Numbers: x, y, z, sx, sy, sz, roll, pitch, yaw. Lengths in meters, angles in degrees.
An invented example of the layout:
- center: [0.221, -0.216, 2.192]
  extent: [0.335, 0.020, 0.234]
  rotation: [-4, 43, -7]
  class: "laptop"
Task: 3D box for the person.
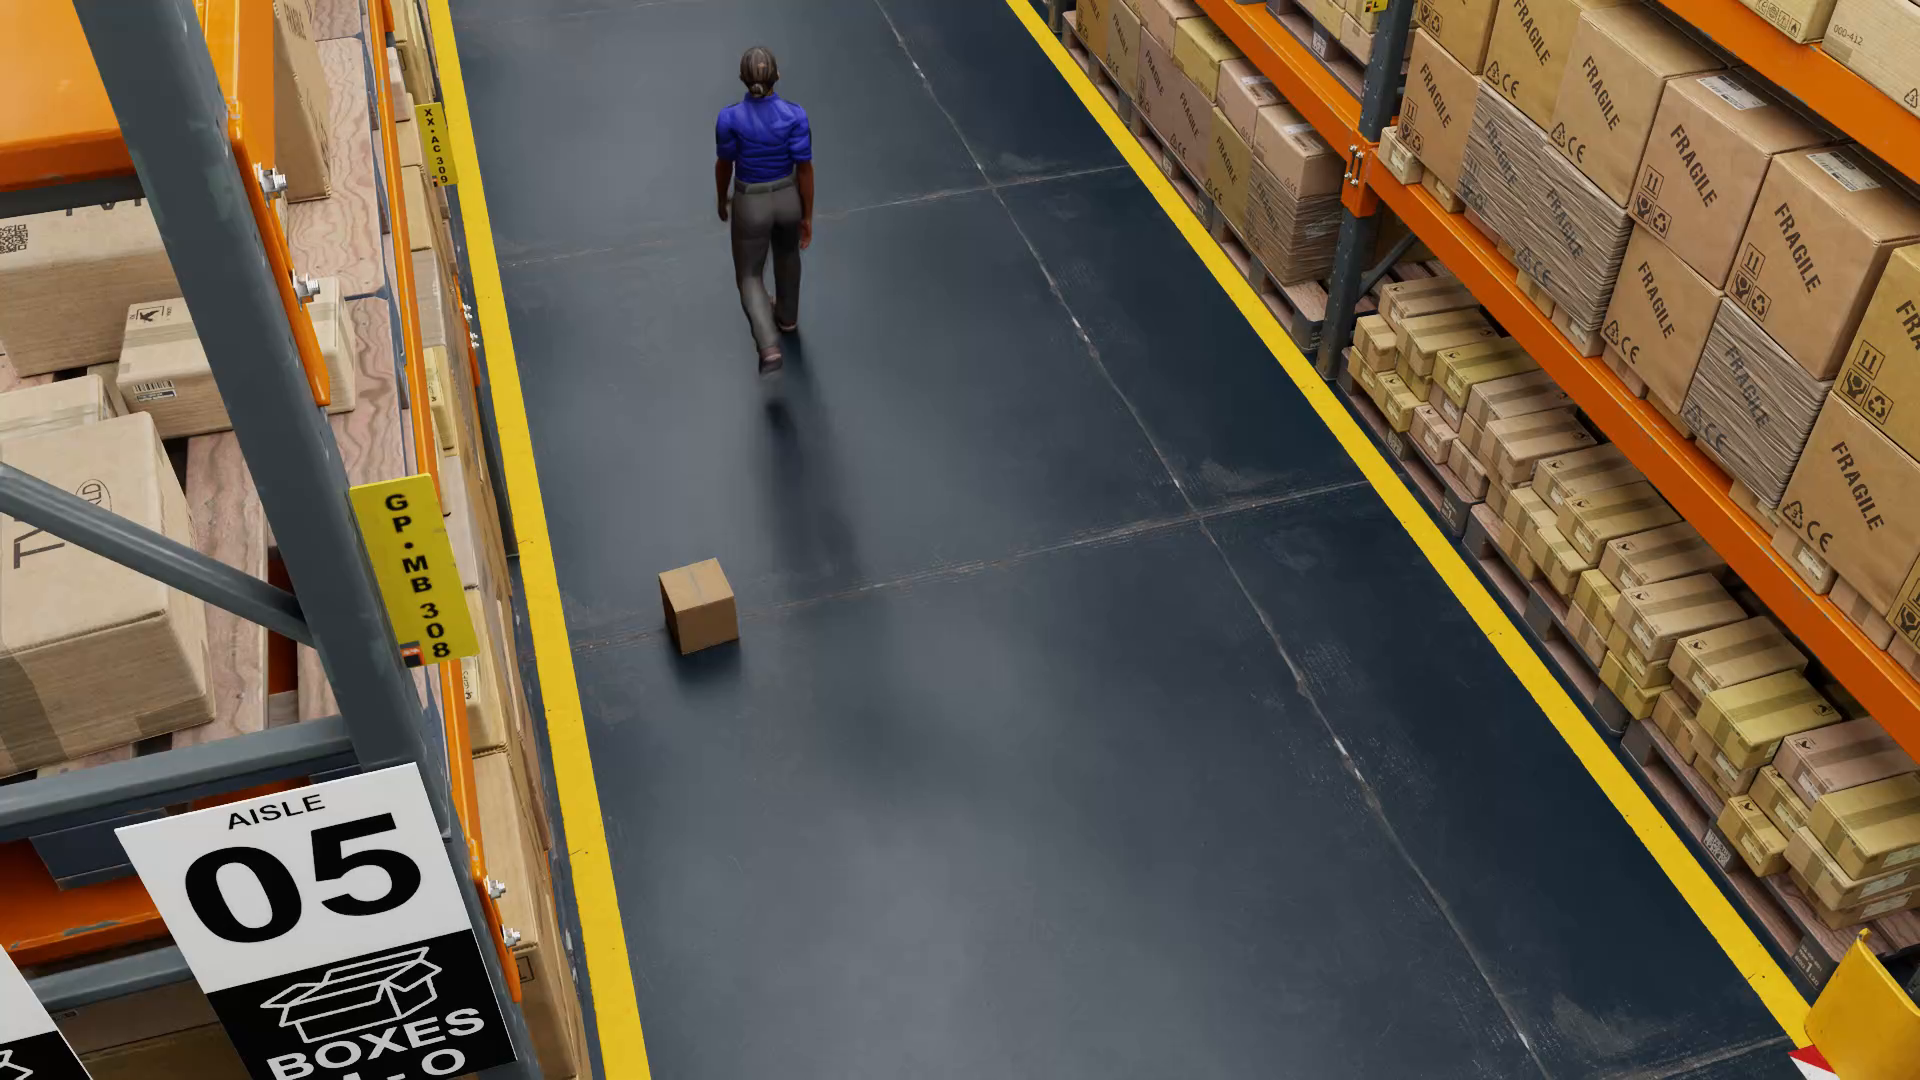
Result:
- center: [-0.900, -1.555, 7.846]
  extent: [0.441, 1.611, 0.854]
  rotation: [-12, 44, -12]
  class: "person"
